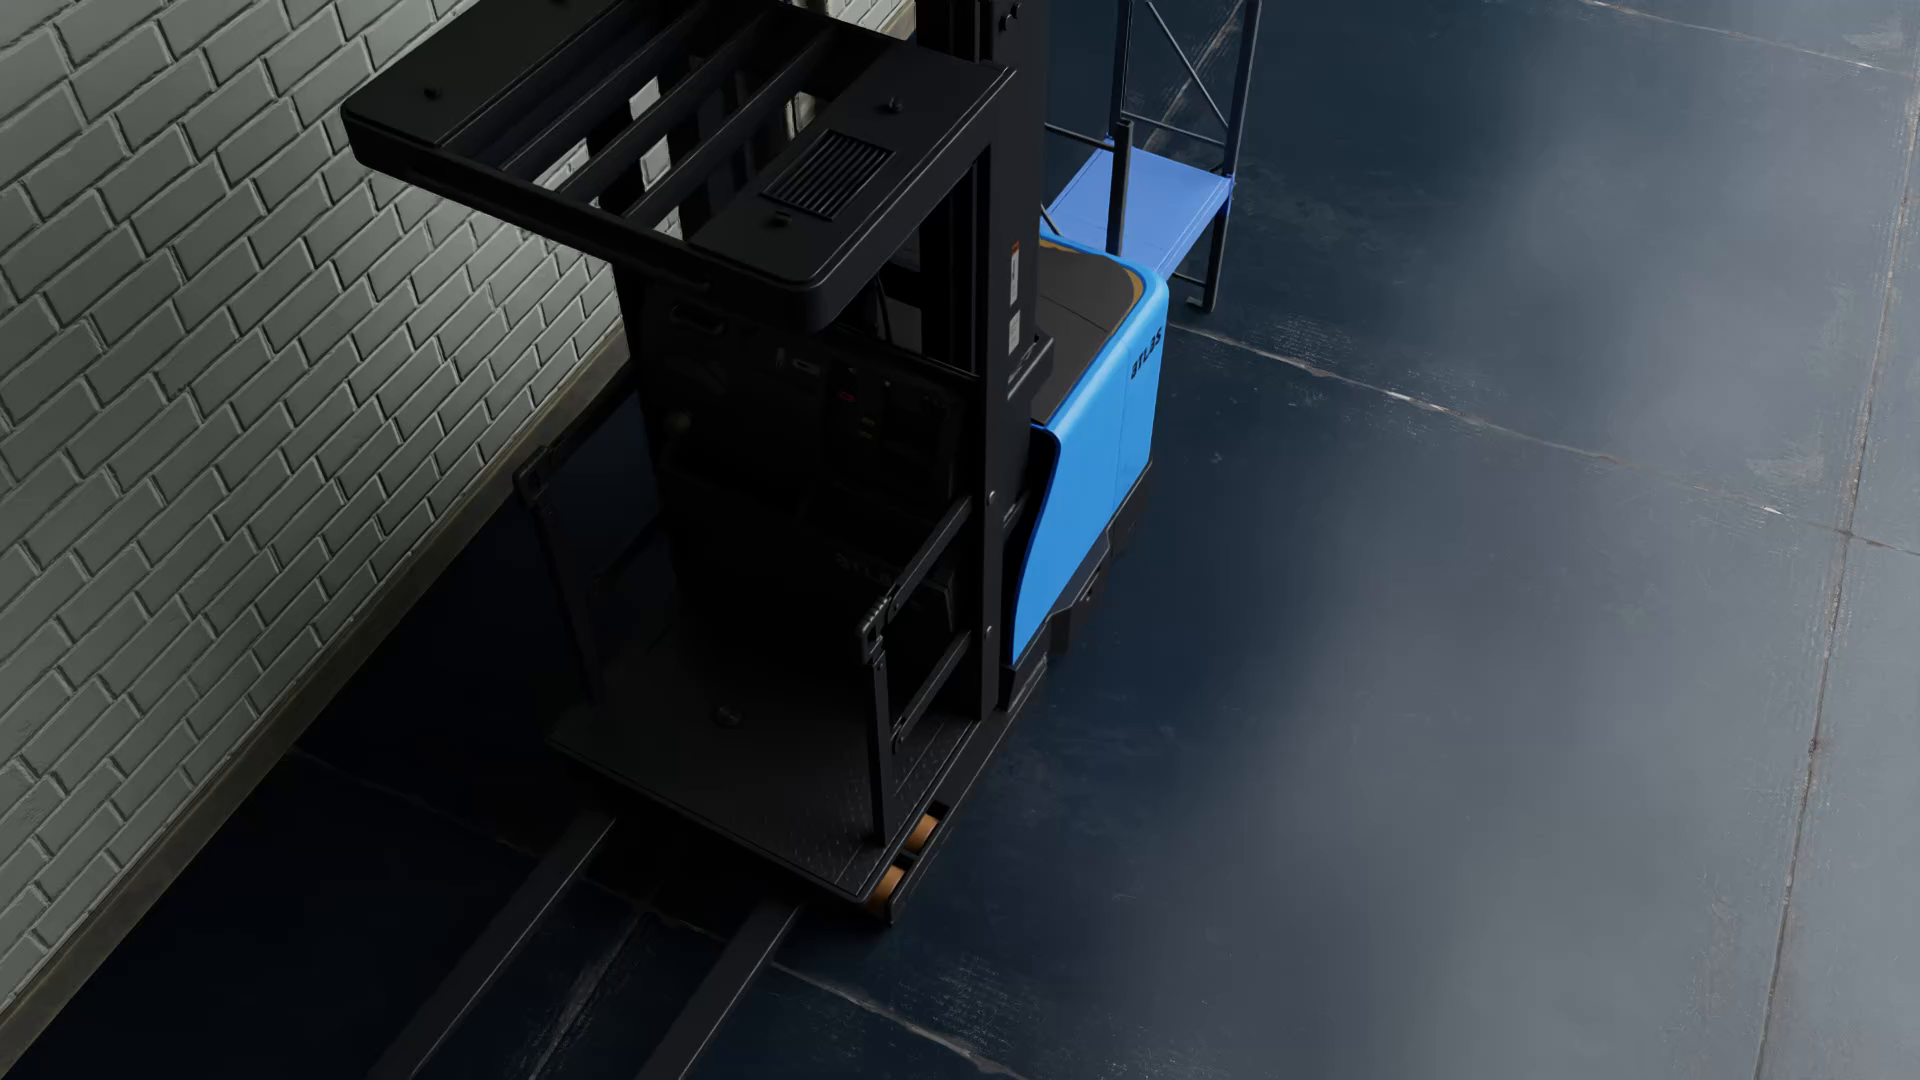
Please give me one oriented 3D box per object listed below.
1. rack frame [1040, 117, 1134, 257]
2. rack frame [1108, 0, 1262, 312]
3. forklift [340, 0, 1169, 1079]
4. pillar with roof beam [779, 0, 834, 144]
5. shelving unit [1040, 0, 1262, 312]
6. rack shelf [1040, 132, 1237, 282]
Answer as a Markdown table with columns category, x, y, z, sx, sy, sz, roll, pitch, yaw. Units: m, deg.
| category | x | y | z | sx | sy | sz | roll | pitch | yaw |
| --- | --- | --- | --- | --- | --- | --- | --- | --- | --- |
| rack frame | 0.278 | -0.807 | 5.452 | 0.500 | 1.500 | 0.032 | 23 | 53 | 18 |
| rack frame | 0.775 | -1.483 | 6.027 | 0.500 | 1.500 | 0.032 | 23 | 53 | 18 |
| forklift | -0.509 | -0.257 | 4.045 | 1.130 | 2.935 | 3.031 | 23 | 53 | 18 |
| pillar with roof beam | 3.188 | -2.900 | 2.309 | 9.100 | 9.000 | 0.400 | 20 | 52 | 16 |
| shelving unit | 0.527 | -1.145 | 5.739 | 0.538 | 1.500 | 1.048 | 23 | 53 | 18 |
| rack shelf | 0.527 | -1.028 | 5.876 | 0.538 | 0.185 | 1.000 | 23 | 53 | 18 |
